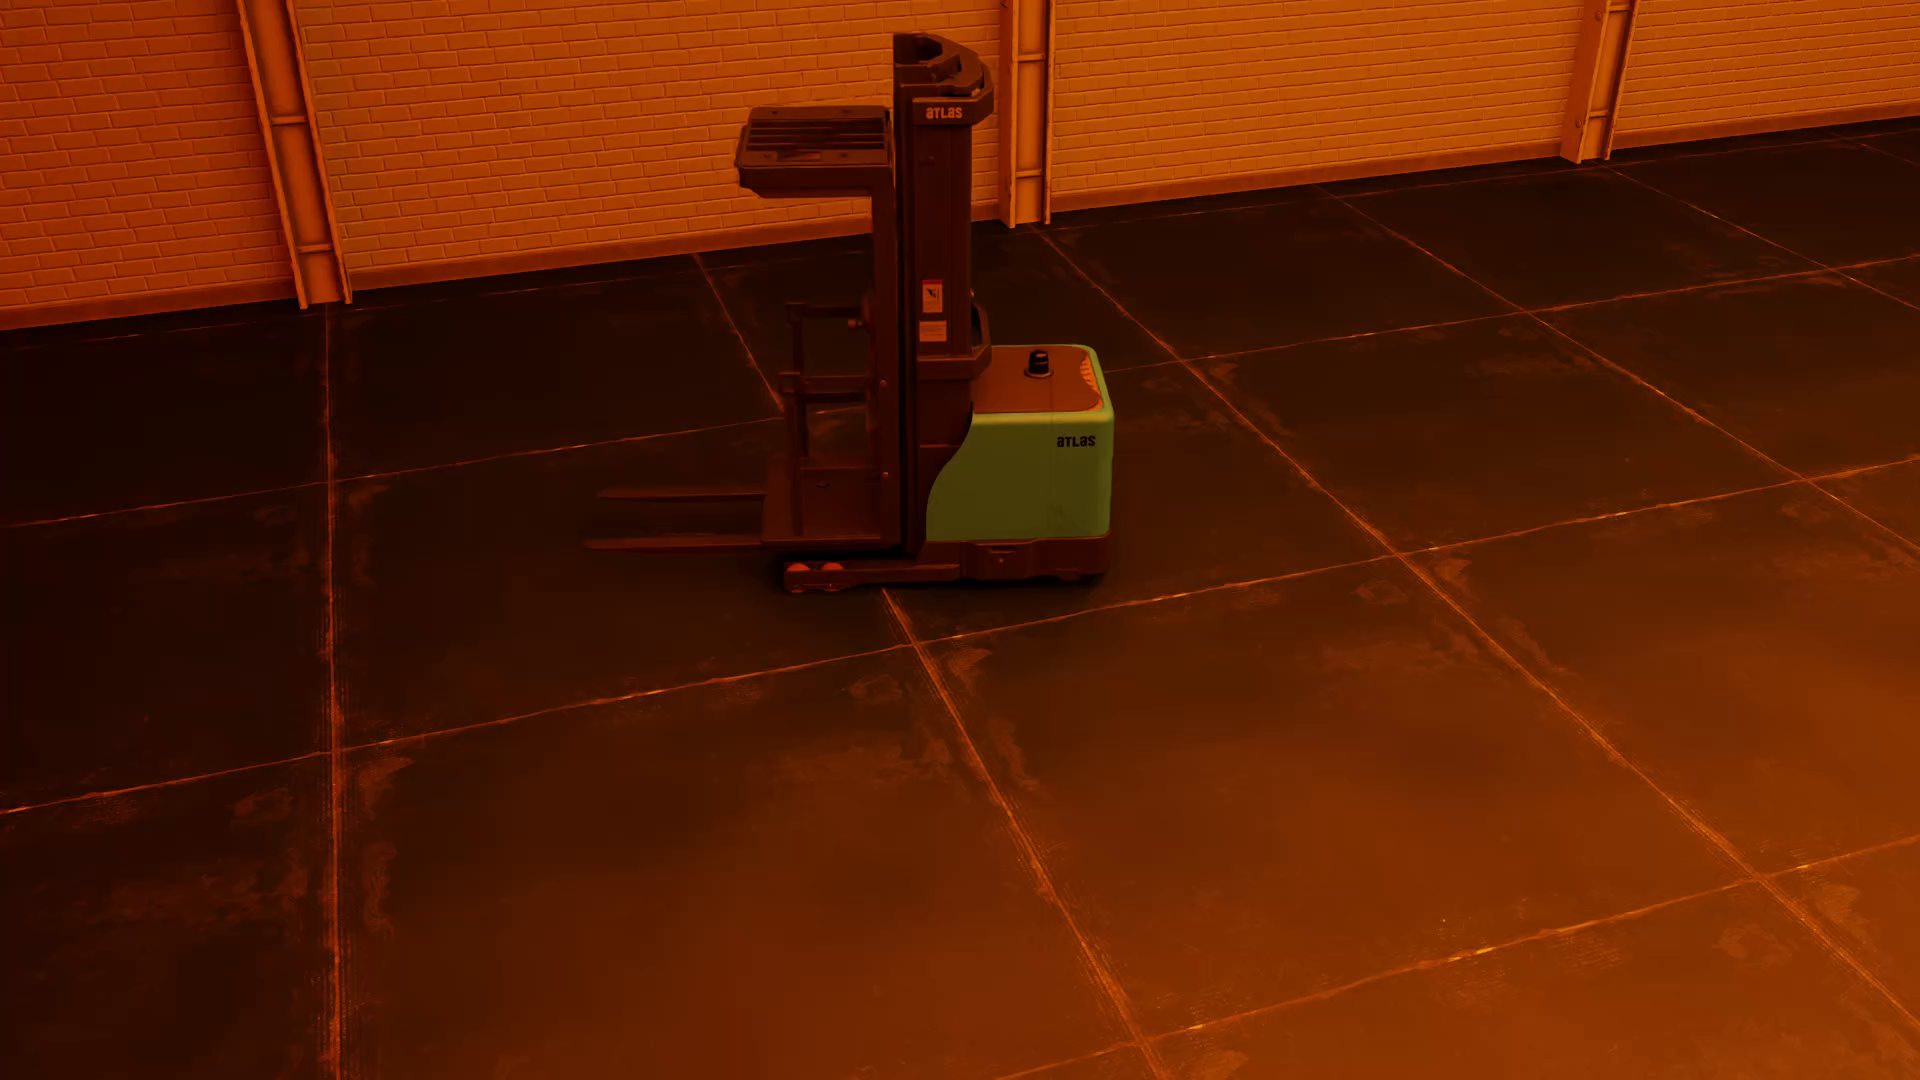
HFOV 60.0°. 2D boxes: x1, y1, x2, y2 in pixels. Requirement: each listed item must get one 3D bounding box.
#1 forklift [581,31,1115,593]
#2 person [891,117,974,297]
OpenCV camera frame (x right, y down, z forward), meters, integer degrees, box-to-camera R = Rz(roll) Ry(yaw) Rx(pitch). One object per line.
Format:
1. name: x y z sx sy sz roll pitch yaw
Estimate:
1. forklift: -0.670 -1.237 9.237 3.031 2.935 1.130 -1 30 -3
2. person: -0.314 -2.752 13.086 0.883 1.747 0.459 4 30 7
